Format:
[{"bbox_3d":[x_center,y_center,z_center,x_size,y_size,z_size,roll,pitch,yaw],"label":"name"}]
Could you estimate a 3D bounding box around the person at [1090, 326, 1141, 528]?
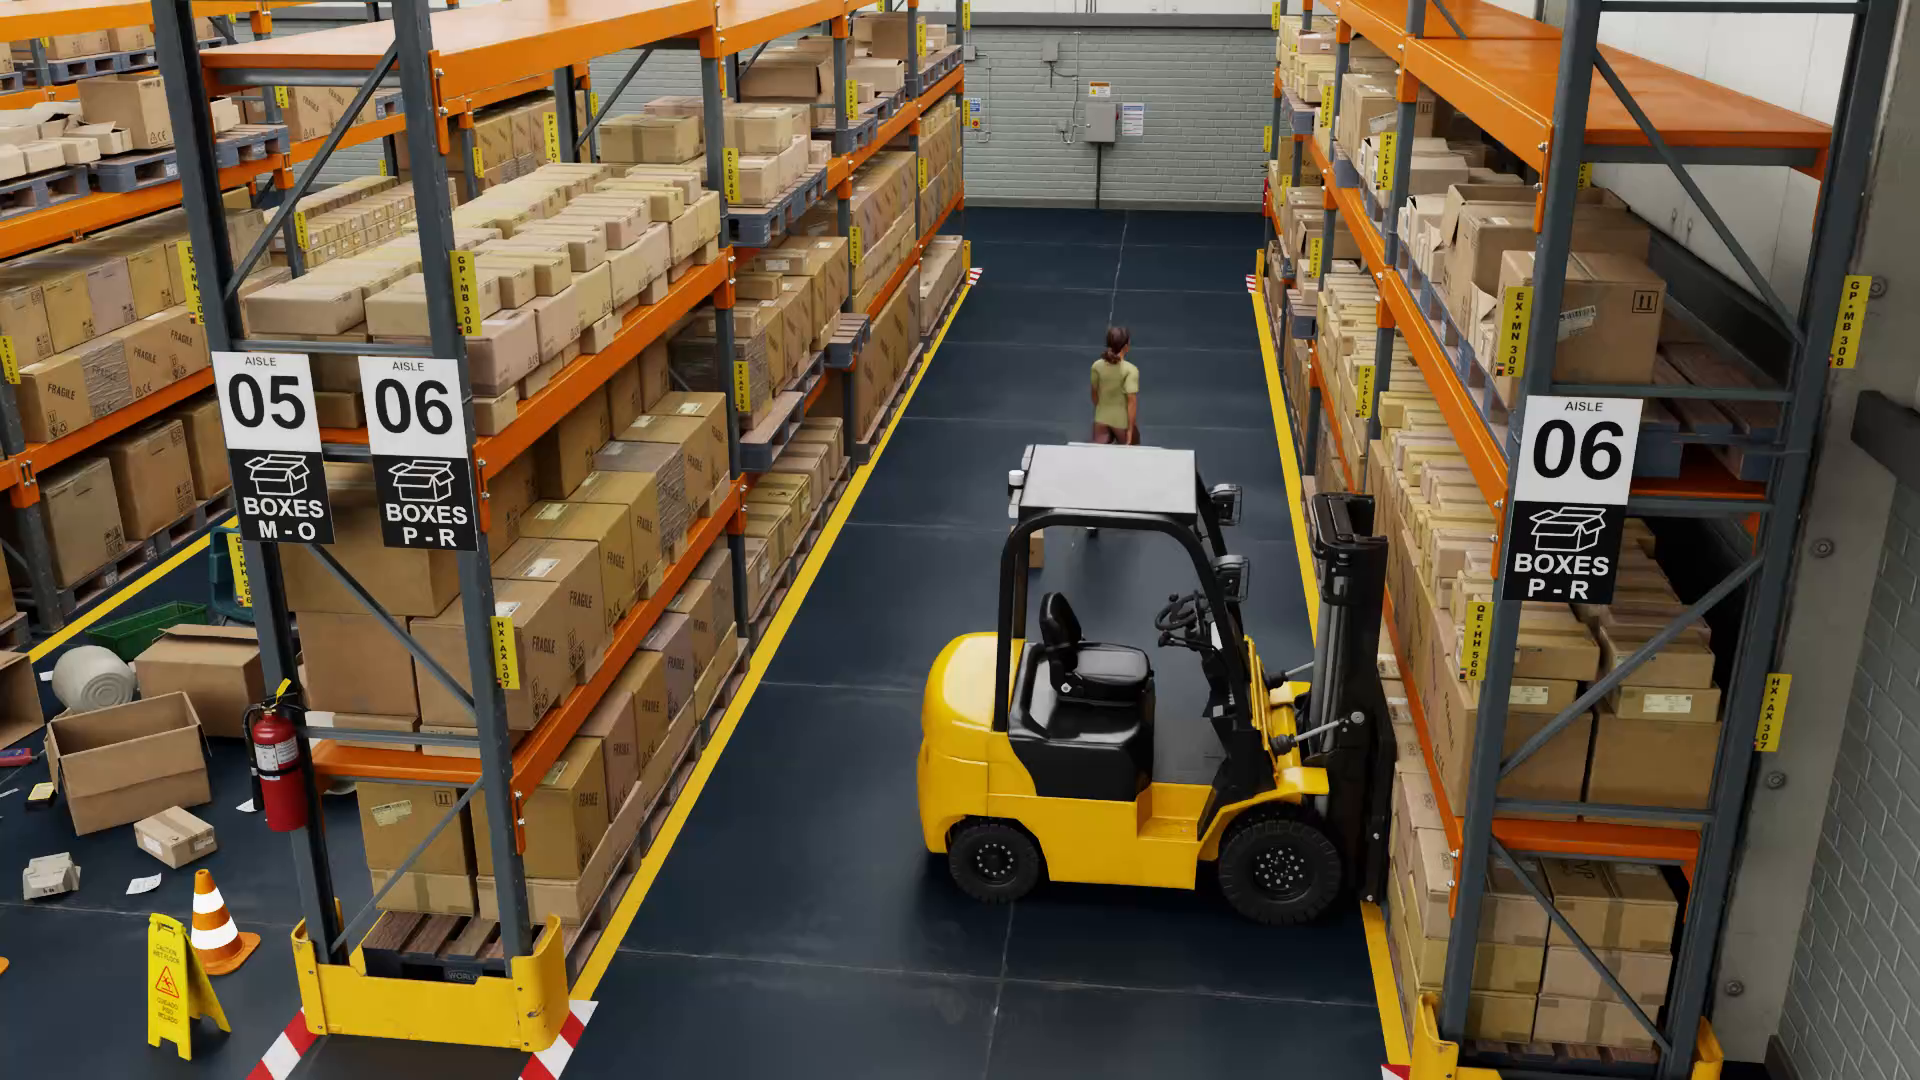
[{"bbox_3d":[1.277,-0.964,13.538,0.455,1.611,1.029,10,23,23],"label":"person"}]
